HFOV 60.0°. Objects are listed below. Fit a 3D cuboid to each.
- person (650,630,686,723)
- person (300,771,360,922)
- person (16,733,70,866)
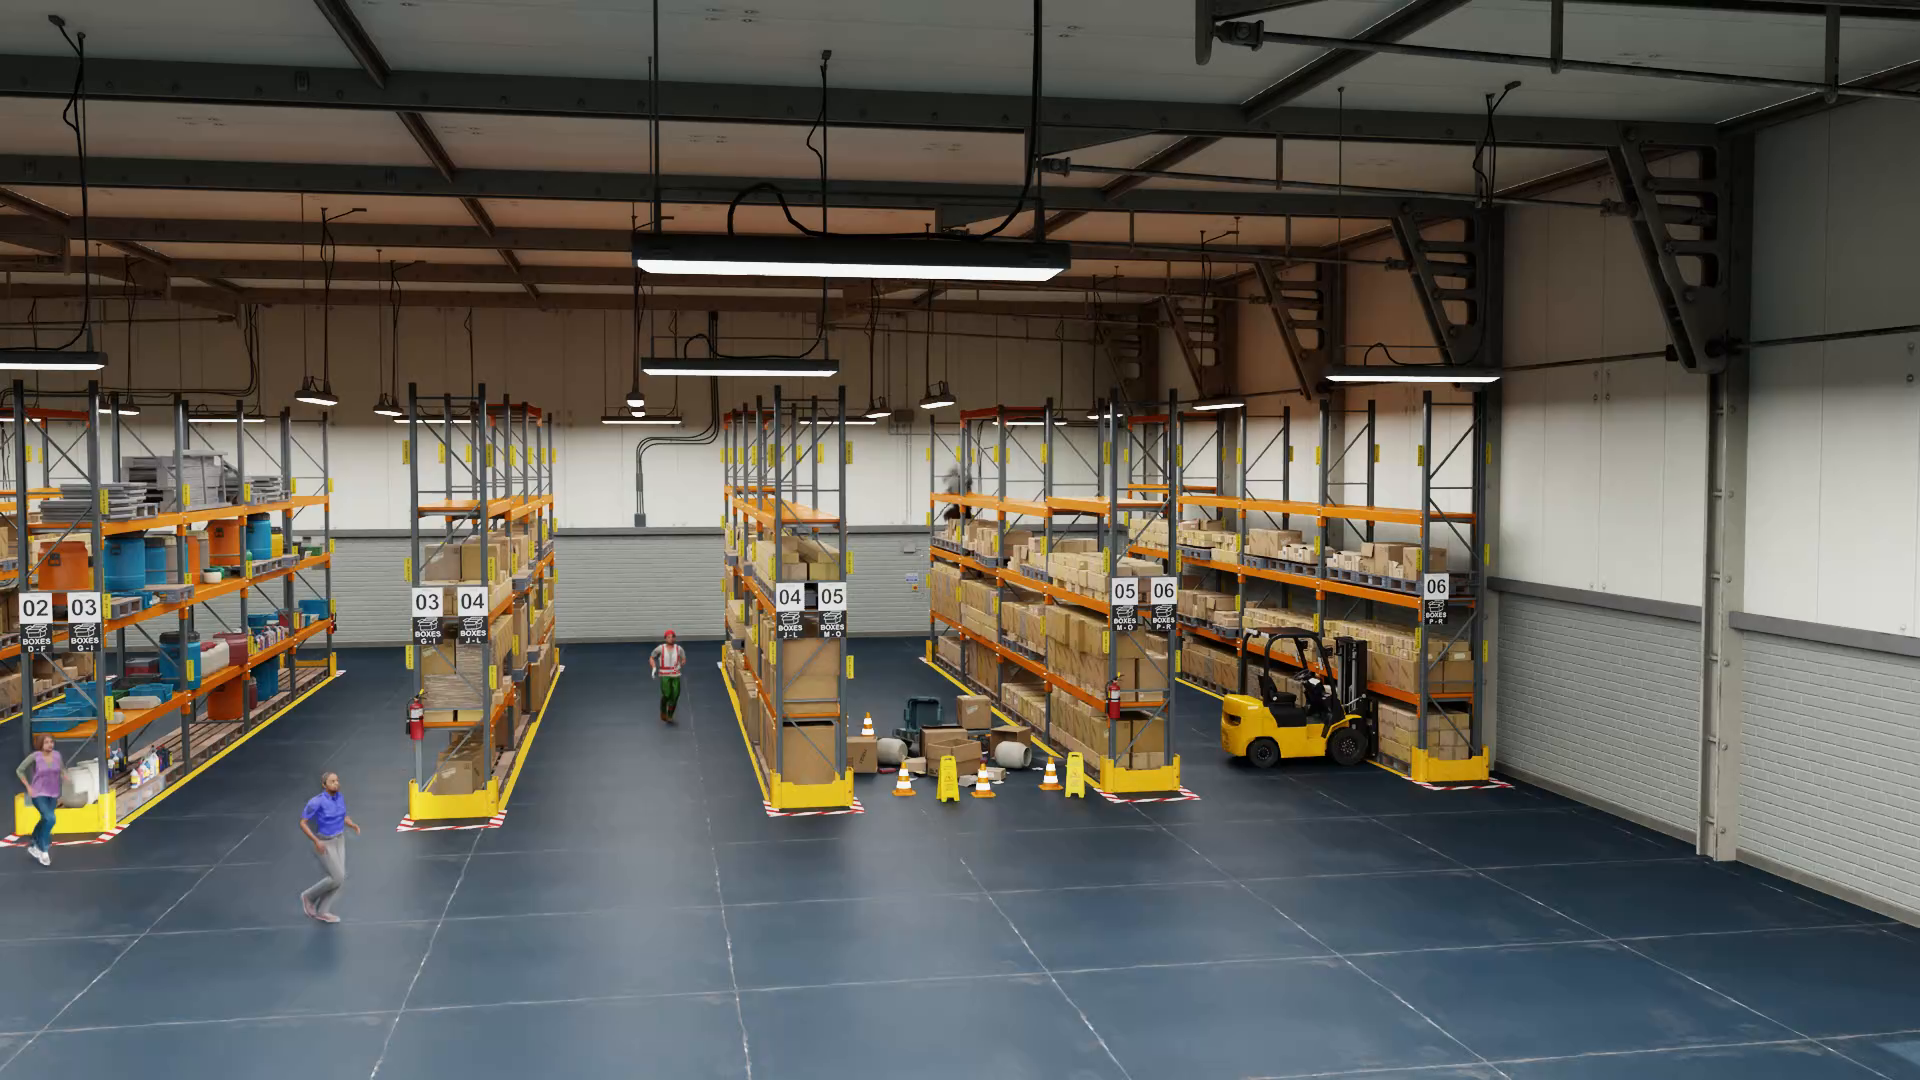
[{"bbox_3d":[-5.393,2.546,30.946,0.643,1.743,0.615,-1,3,-23],"label":"person"},{"bbox_3d":[-6.743,3.297,17.872,0.571,1.613,0.566,1,3,19],"label":"person"},{"bbox_3d":[-11.251,3.168,20.447,0.743,1.600,0.504,2,3,29],"label":"person"}]
